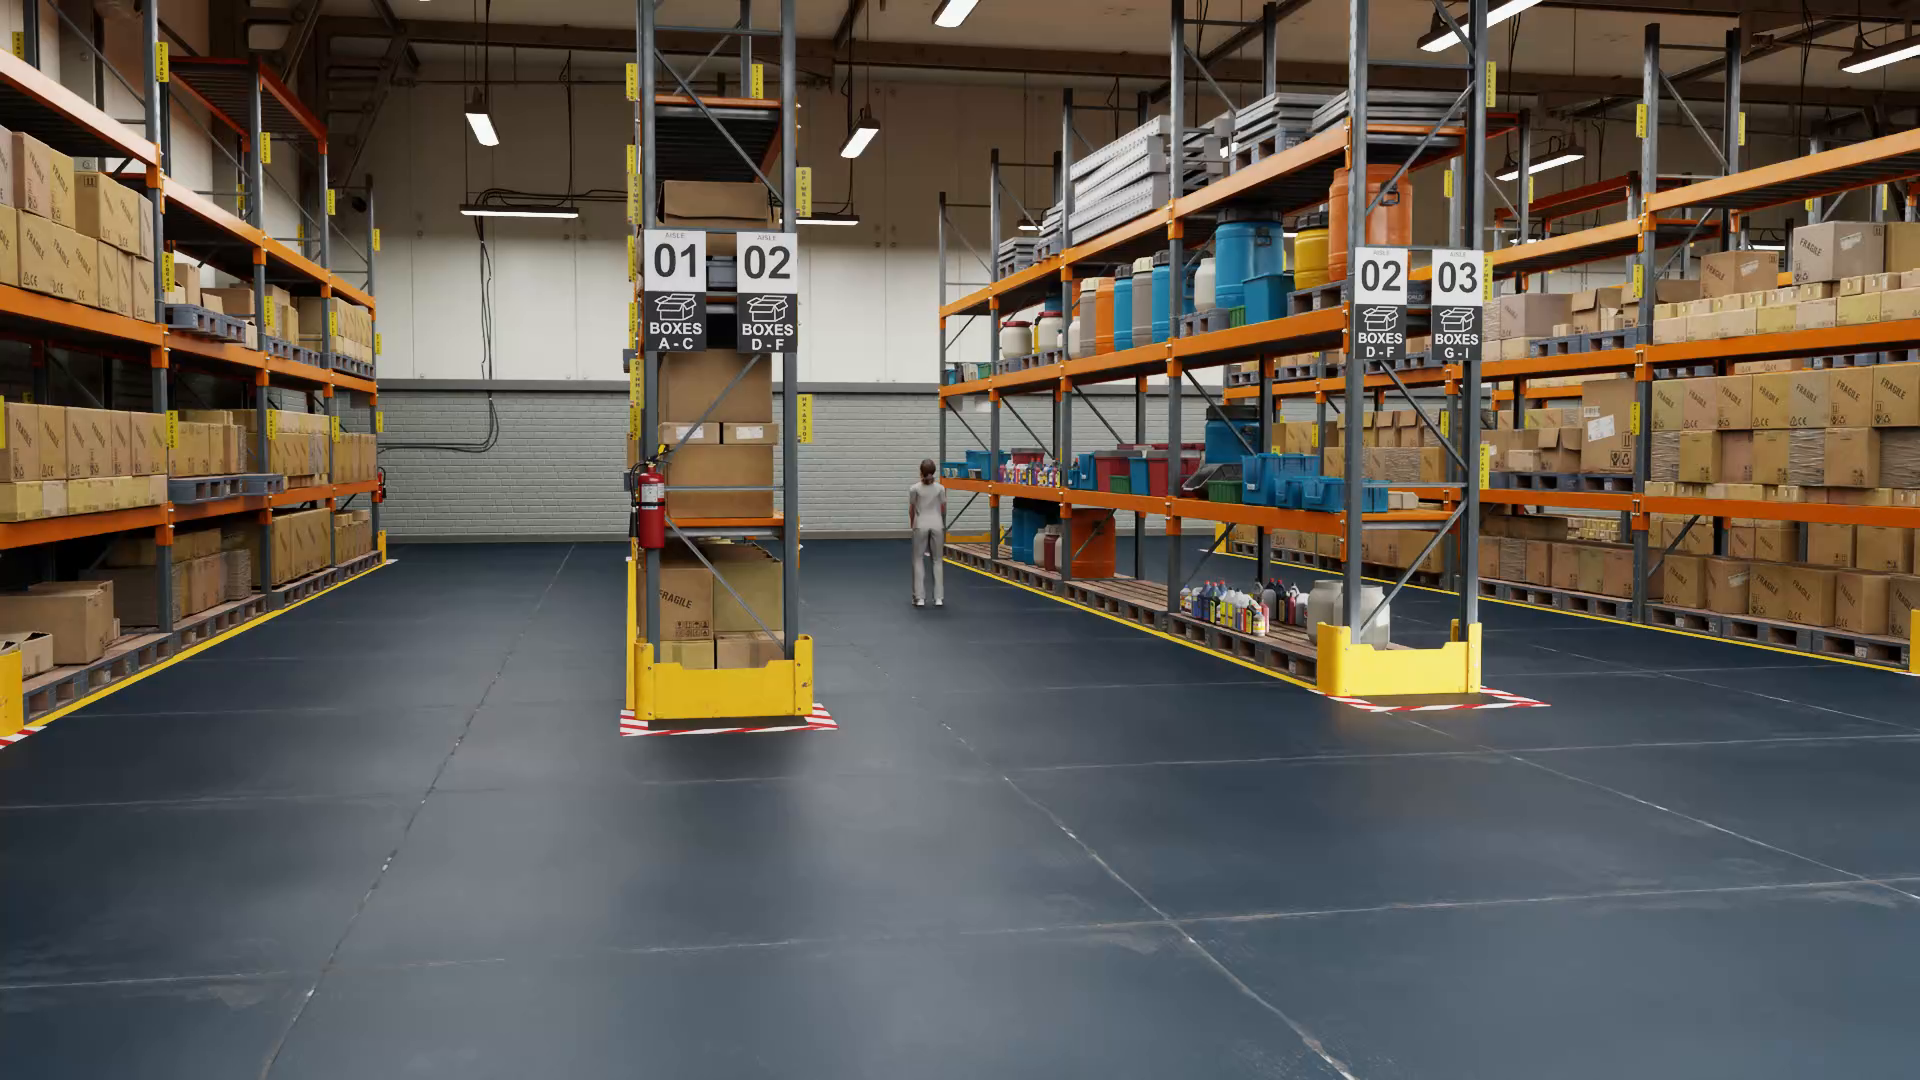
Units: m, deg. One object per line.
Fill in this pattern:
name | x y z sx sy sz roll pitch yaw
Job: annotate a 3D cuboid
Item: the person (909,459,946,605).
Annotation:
person | -0.378 -0.092 18.959 0.436 1.663 0.553 -1 3 -10
